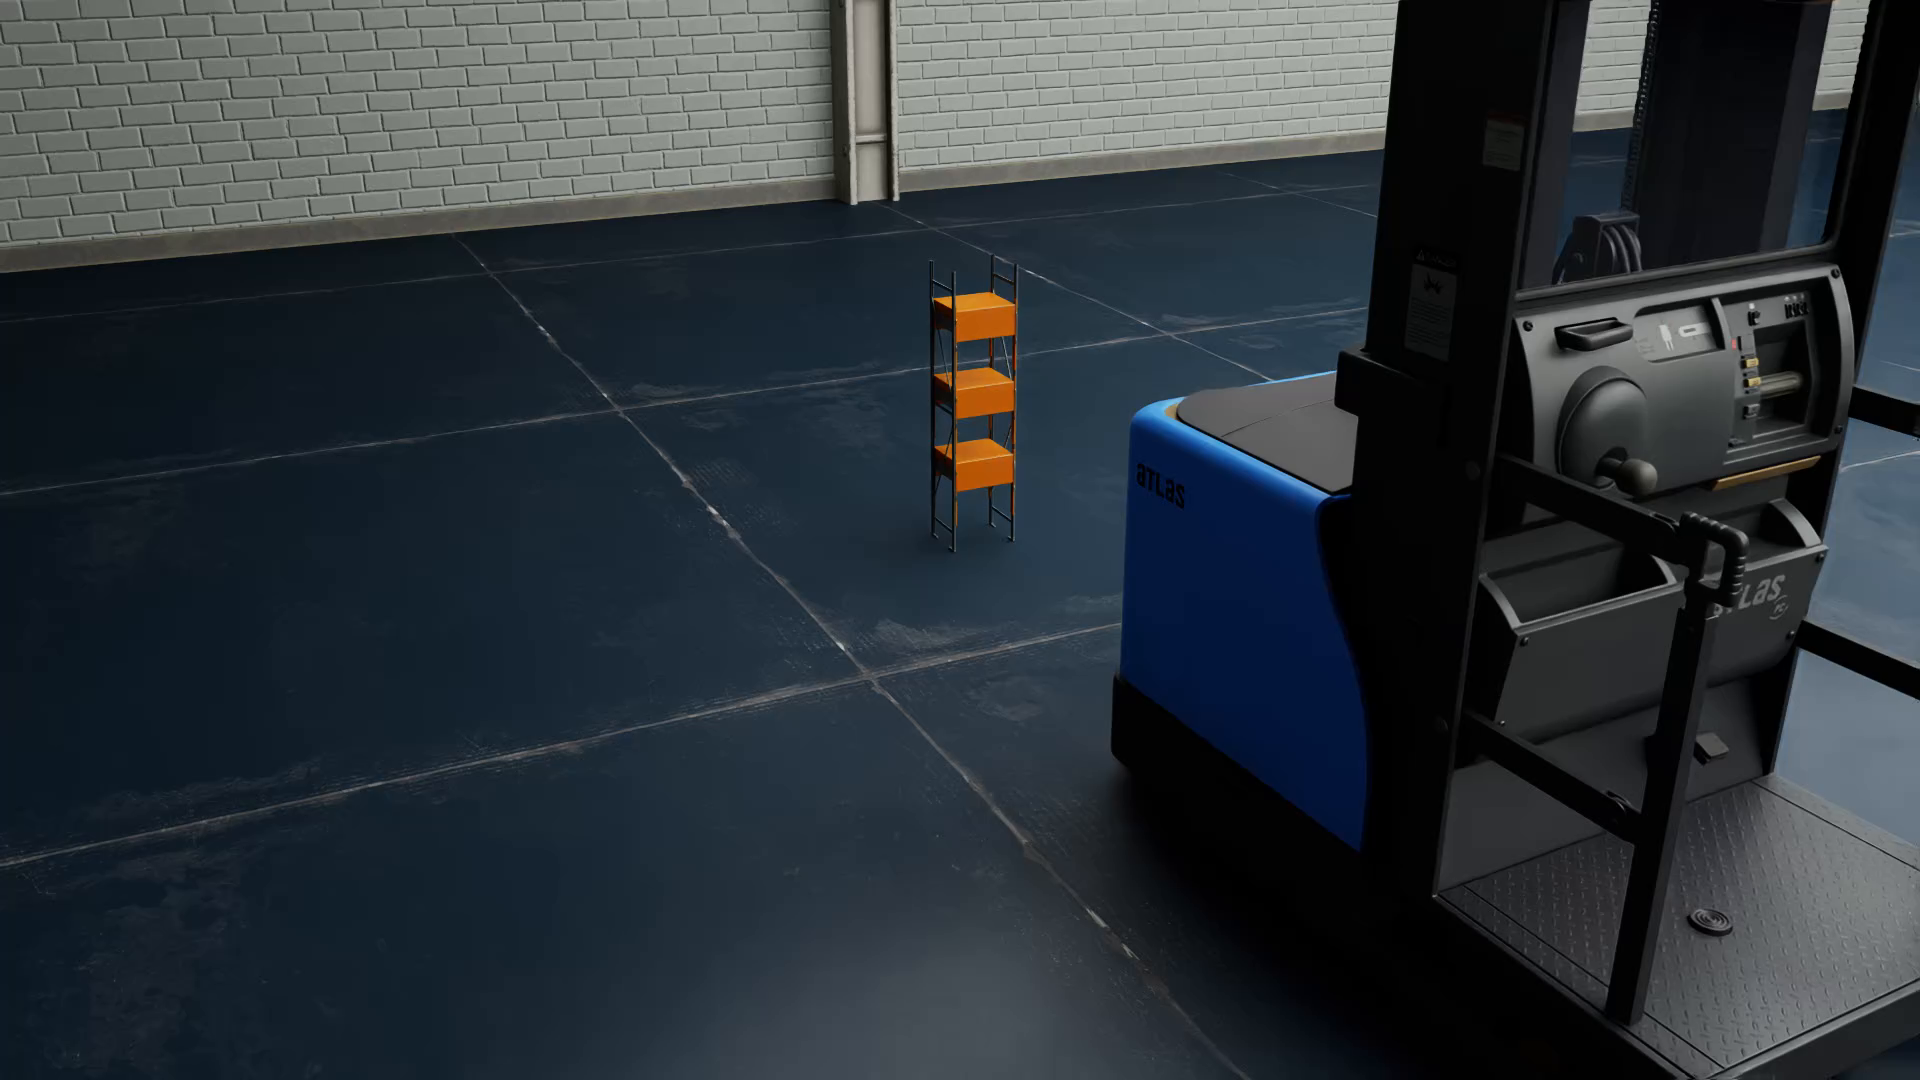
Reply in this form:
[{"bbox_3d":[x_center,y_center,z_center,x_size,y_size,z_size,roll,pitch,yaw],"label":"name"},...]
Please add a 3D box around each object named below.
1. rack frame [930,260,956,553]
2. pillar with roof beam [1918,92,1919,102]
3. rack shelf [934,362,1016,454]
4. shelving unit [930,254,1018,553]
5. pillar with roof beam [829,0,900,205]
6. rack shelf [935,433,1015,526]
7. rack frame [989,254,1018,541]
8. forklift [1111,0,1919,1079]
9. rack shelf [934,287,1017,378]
[{"bbox_3d":[-0.062,-0.474,6.022,0.008,1.050,0.200,-10,25,-24],"label":"rack frame"},{"bbox_3d":[11.988,-7.207,11.896,0.400,9.000,9.100,-10,25,-24],"label":"pillar with roof beam"},{"bbox_3d":[0.048,-0.484,6.075,0.240,0.259,0.215,-10,25,-24],"label":"rack shelf"},{"bbox_3d":[0.048,-0.494,6.071,0.252,1.050,0.215,-10,25,-24],"label":"shelving unit"},{"bbox_3d":[1.176,-5.217,7.087,0.400,9.000,9.100,-10,25,-24],"label":"pillar with roof beam"},{"bbox_3d":[0.048,-0.227,6.181,0.240,0.259,0.215,-10,25,-24],"label":"rack shelf"},{"bbox_3d":[0.158,-0.514,6.120,0.008,1.050,0.200,-10,25,-24],"label":"rack frame"},{"bbox_3d":[1.562,-0.302,3.147,1.130,2.935,3.031,-12,25,-26],"label":"forklift"},{"bbox_3d":[0.048,-0.746,5.966,0.240,0.259,0.215,-10,25,-24],"label":"rack shelf"}]
